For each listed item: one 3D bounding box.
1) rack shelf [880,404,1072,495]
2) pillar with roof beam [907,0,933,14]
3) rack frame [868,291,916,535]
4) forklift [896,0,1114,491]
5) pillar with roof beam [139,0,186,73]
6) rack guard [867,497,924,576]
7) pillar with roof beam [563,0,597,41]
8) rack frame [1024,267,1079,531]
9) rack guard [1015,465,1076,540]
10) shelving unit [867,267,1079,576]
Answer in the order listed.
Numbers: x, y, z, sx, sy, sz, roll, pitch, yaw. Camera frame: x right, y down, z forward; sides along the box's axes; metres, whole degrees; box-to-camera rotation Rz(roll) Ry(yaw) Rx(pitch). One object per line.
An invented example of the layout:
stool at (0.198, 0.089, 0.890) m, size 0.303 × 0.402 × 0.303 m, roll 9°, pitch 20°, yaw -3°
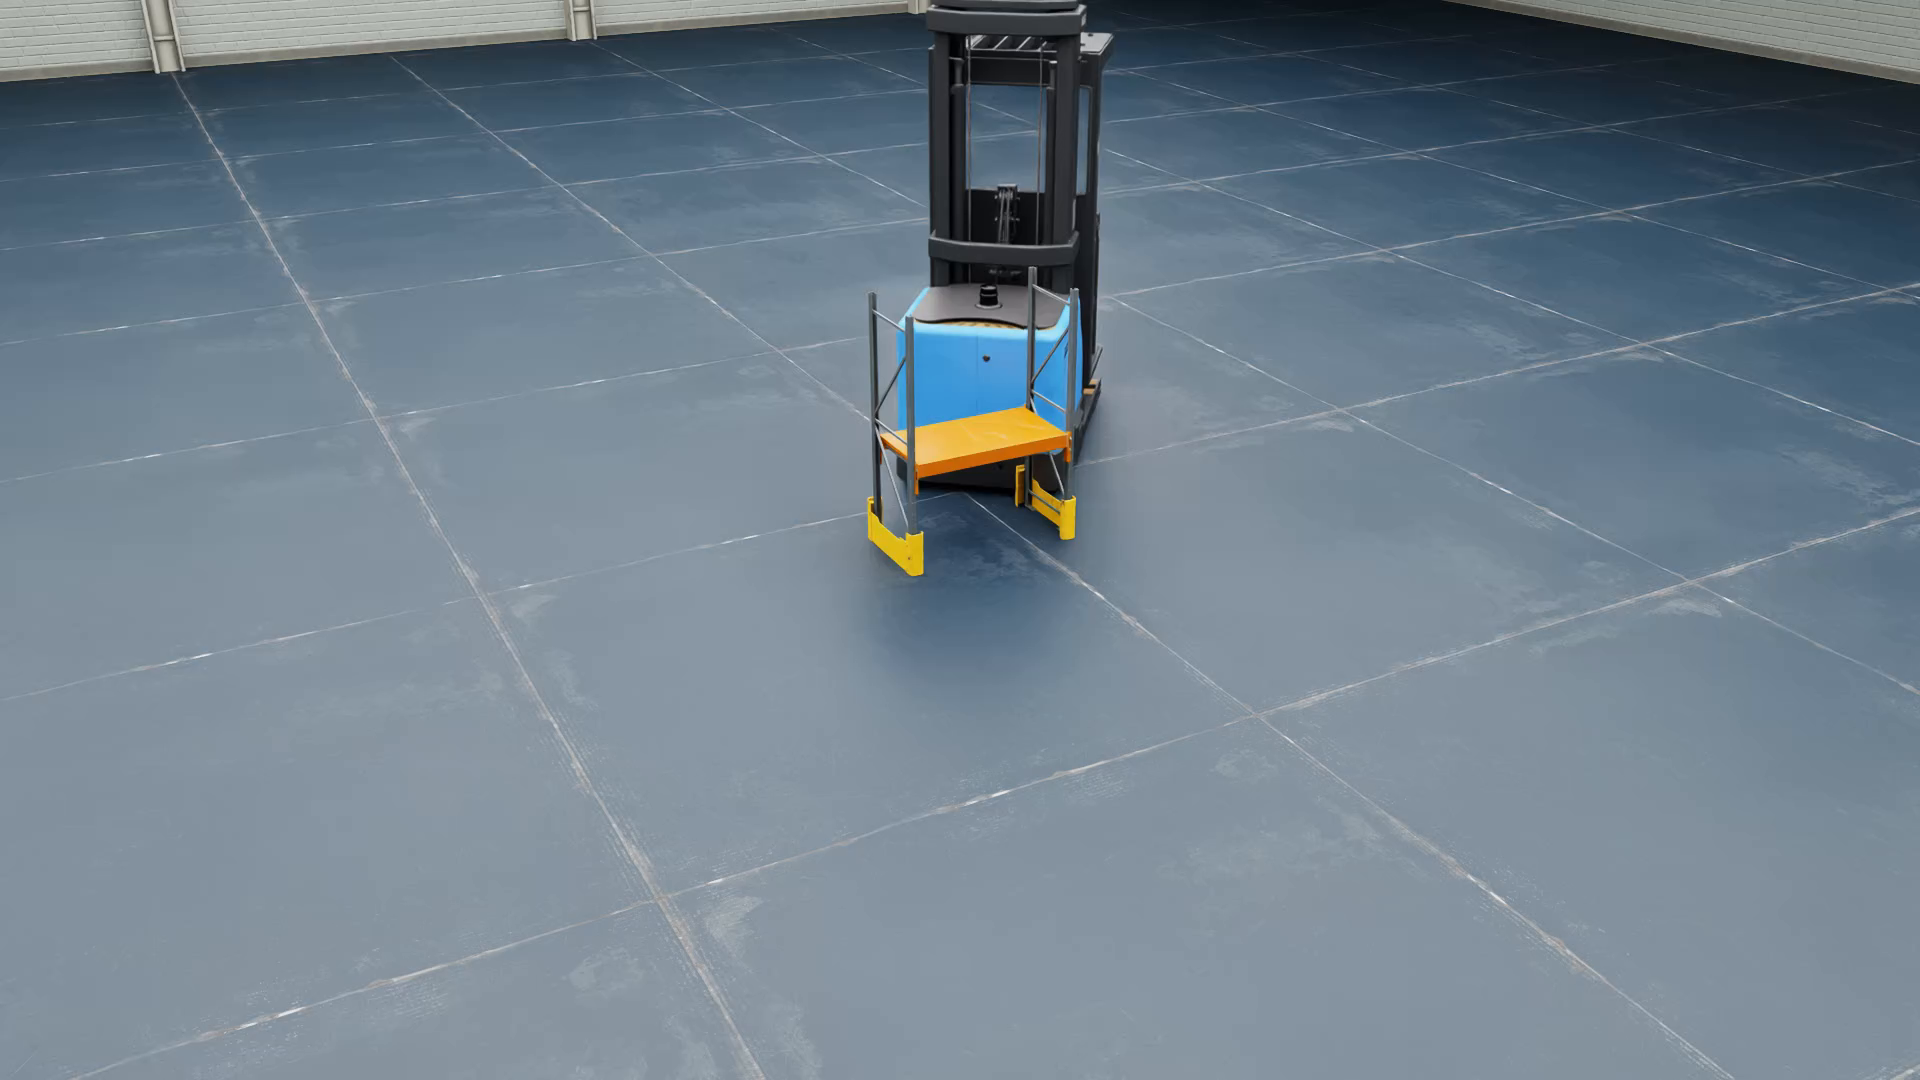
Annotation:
rack shelf at (0.075, -0.531, 9.539) m, size 1.000 × 0.185 × 0.538 m, roll -13°, pitch 29°, yaw -25°
pillar with roof beam at (1.362, -11.544, 23.397) m, size 0.400 × 9.000 × 9.100 m, roll -13°, pitch 29°, yaw -25°
rack frame at (-0.373, -0.590, 9.246) m, size 0.032 × 1.500 × 0.500 m, roll -13°, pitch 29°, yaw -25°
forklift at (0.391, -2.235, 11.019) m, size 1.130 × 2.935 × 3.031 m, roll 5°, pitch 26°, yaw 10°
pillar with roof beam at (-9.227, -9.100, 18.307) m, size 0.400 × 9.000 × 9.100 m, roll -13°, pitch 29°, yaw -25°
rack guard at (-0.372, -0.027, 9.517) m, size 0.087 × 0.250 × 0.587 m, roll -13°, pitch 29°, yaw -25°
pillar with roof beam at (-3.933, -10.322, 20.852) m, size 0.400 × 9.000 × 9.100 m, roll -13°, pitch 29°, yaw -25°
rack frame at (0.524, -0.797, 9.677) m, size 0.032 × 1.500 × 0.500 m, roll -13°, pitch 29°, yaw -25°
rack guard at (0.507, -0.230, 9.939) m, size 0.087 × 0.250 × 0.587 m, roll -13°, pitch 29°, yaw -25°
shelving unit at (0.067, -0.692, 9.458) m, size 1.083 × 1.500 × 0.587 m, roll -13°, pitch 29°, yaw -25°
